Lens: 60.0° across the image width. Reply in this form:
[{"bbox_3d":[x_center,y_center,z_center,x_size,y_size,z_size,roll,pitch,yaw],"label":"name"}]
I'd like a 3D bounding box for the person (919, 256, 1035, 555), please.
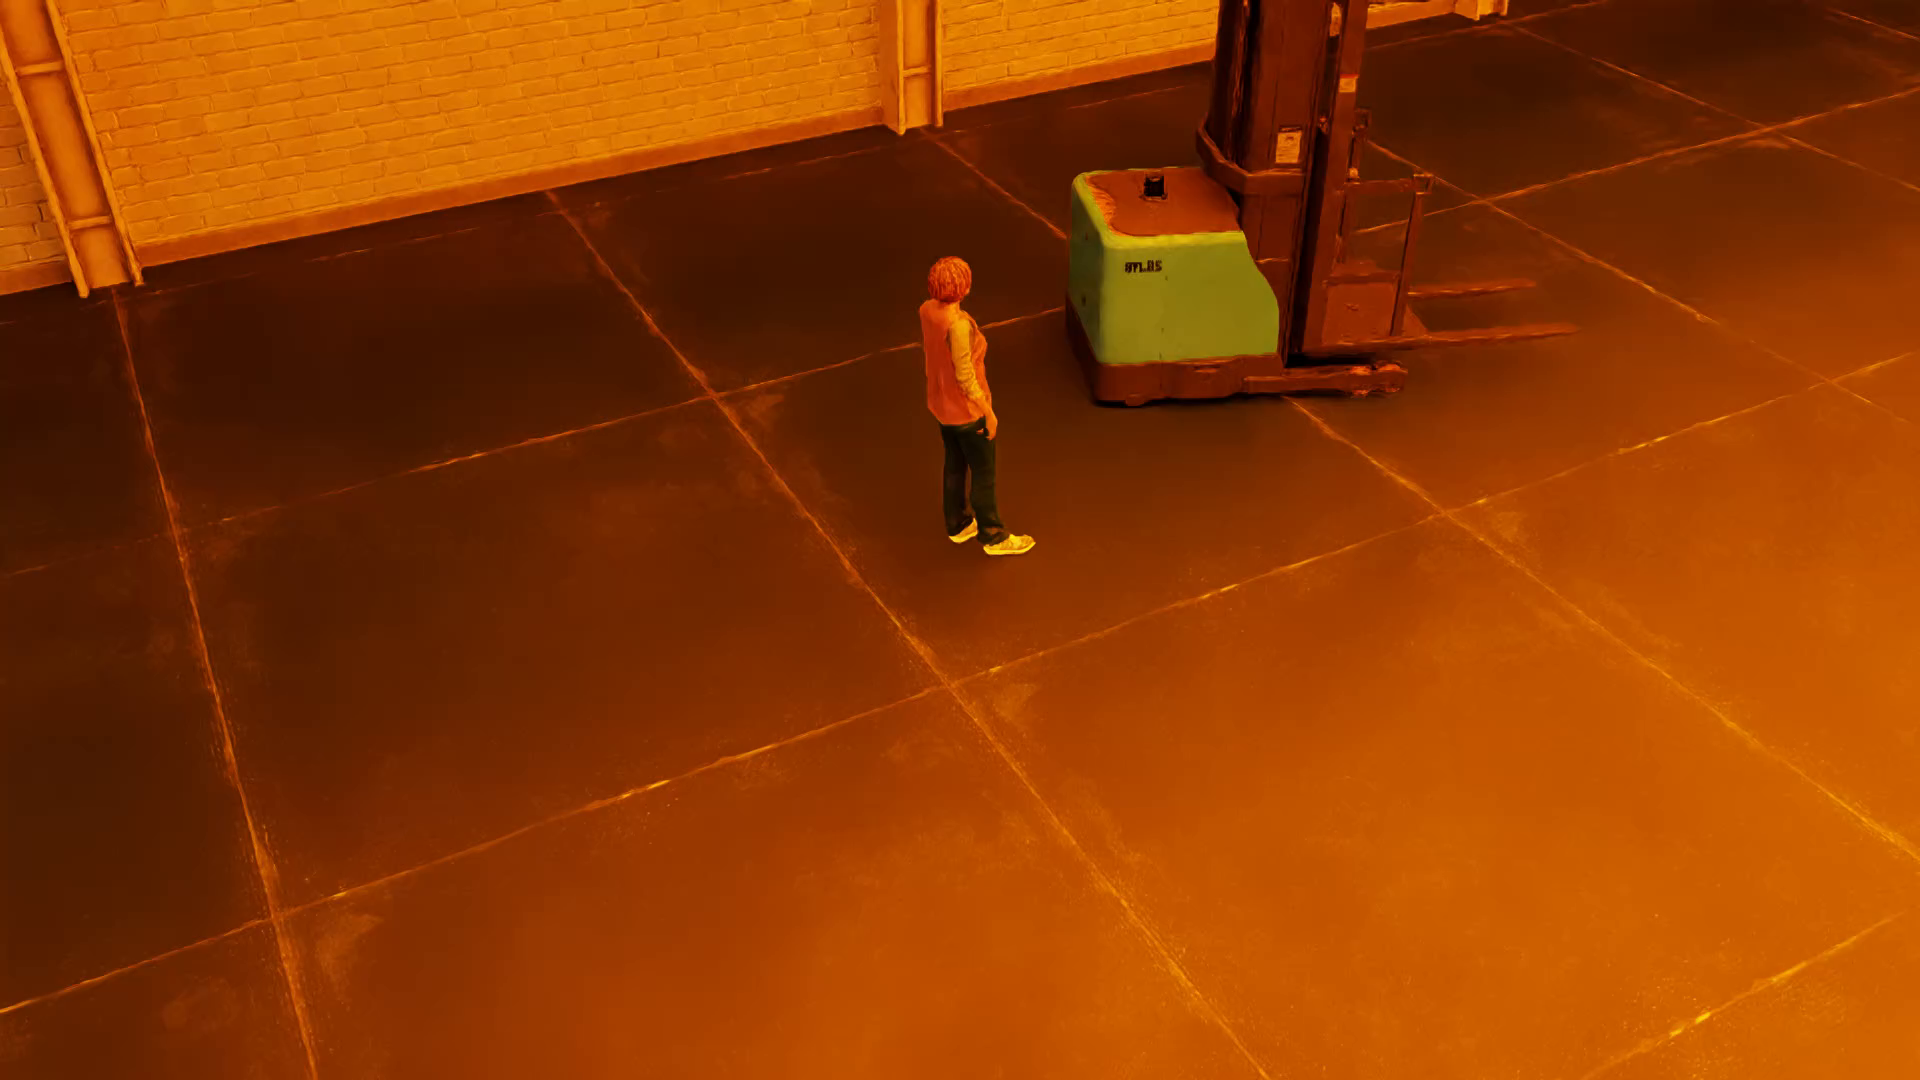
[{"bbox_3d":[0.072,-0.671,8.216,0.474,1.597,0.520,-17,39,-23],"label":"person"}]

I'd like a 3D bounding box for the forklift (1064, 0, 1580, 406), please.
[{"bbox_3d":[2.215,-2.360,9.462,3.031,2.935,1.130,-5,36,-7],"label":"forklift"}]
